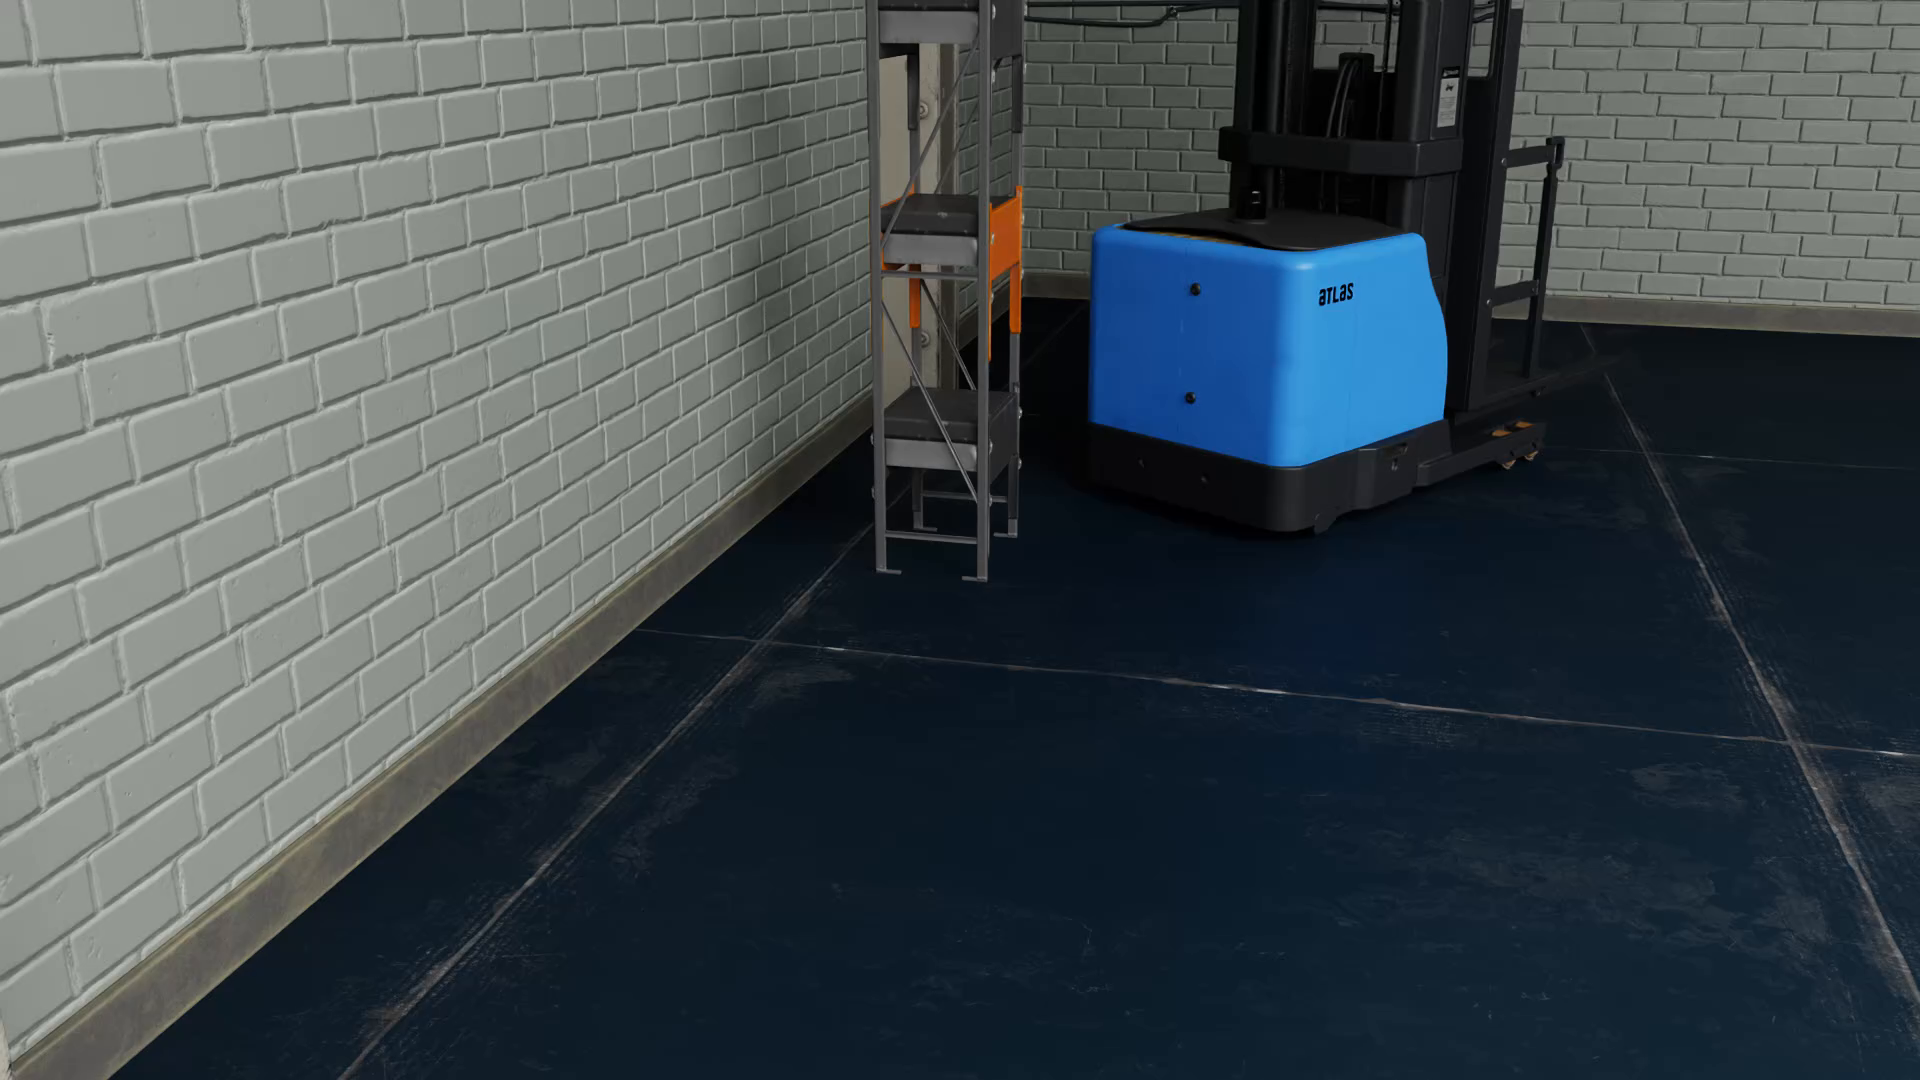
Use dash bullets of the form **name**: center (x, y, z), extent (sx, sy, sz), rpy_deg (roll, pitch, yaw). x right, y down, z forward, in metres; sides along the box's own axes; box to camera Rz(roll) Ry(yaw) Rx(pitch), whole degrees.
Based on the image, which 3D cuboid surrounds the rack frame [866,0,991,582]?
- **rack frame**: center (-0.100, -0.865, 5.472), extent (0.400, 2.100, 0.015), rpy_deg (5, 19, 13)

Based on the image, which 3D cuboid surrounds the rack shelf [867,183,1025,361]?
- **rack shelf**: center (-0.040, -0.929, 5.701), extent (0.431, 0.518, 0.480), rpy_deg (5, 19, 13)

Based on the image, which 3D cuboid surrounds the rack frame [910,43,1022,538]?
- **rack frame**: center (0.019, -1.018, 5.920), extent (0.400, 2.100, 0.015), rpy_deg (5, 19, 13)

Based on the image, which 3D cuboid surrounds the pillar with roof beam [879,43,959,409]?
- **pillar with roof beam**: center (3.973, -4.563, 5.625), extent (9.100, 9.000, 0.400), rpy_deg (5, 19, 13)

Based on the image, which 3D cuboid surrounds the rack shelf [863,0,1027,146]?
- **rack shelf**: center (-0.040, -1.591, 5.474), extent (0.431, 0.518, 0.480), rpy_deg (5, 19, 13)

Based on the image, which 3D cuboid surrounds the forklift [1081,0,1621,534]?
- **forklift**: center (1.898, -1.796, 6.912), extent (3.031, 2.935, 1.130), rpy_deg (-17, 25, -41)

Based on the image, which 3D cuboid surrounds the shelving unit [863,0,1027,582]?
- **shelving unit**: center (-0.040, -0.942, 5.696), extent (0.431, 2.100, 0.503), rpy_deg (5, 19, 13)

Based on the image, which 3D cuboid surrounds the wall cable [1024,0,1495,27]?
- **wall cable**: center (1.800, -4.253, 9.520), extent (3.097, 2.526, 0.112), rpy_deg (5, 19, 13)

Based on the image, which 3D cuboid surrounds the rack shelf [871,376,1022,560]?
- **rack shelf**: center (-0.040, -0.266, 5.927), extent (0.431, 0.518, 0.480), rpy_deg (5, 19, 13)
